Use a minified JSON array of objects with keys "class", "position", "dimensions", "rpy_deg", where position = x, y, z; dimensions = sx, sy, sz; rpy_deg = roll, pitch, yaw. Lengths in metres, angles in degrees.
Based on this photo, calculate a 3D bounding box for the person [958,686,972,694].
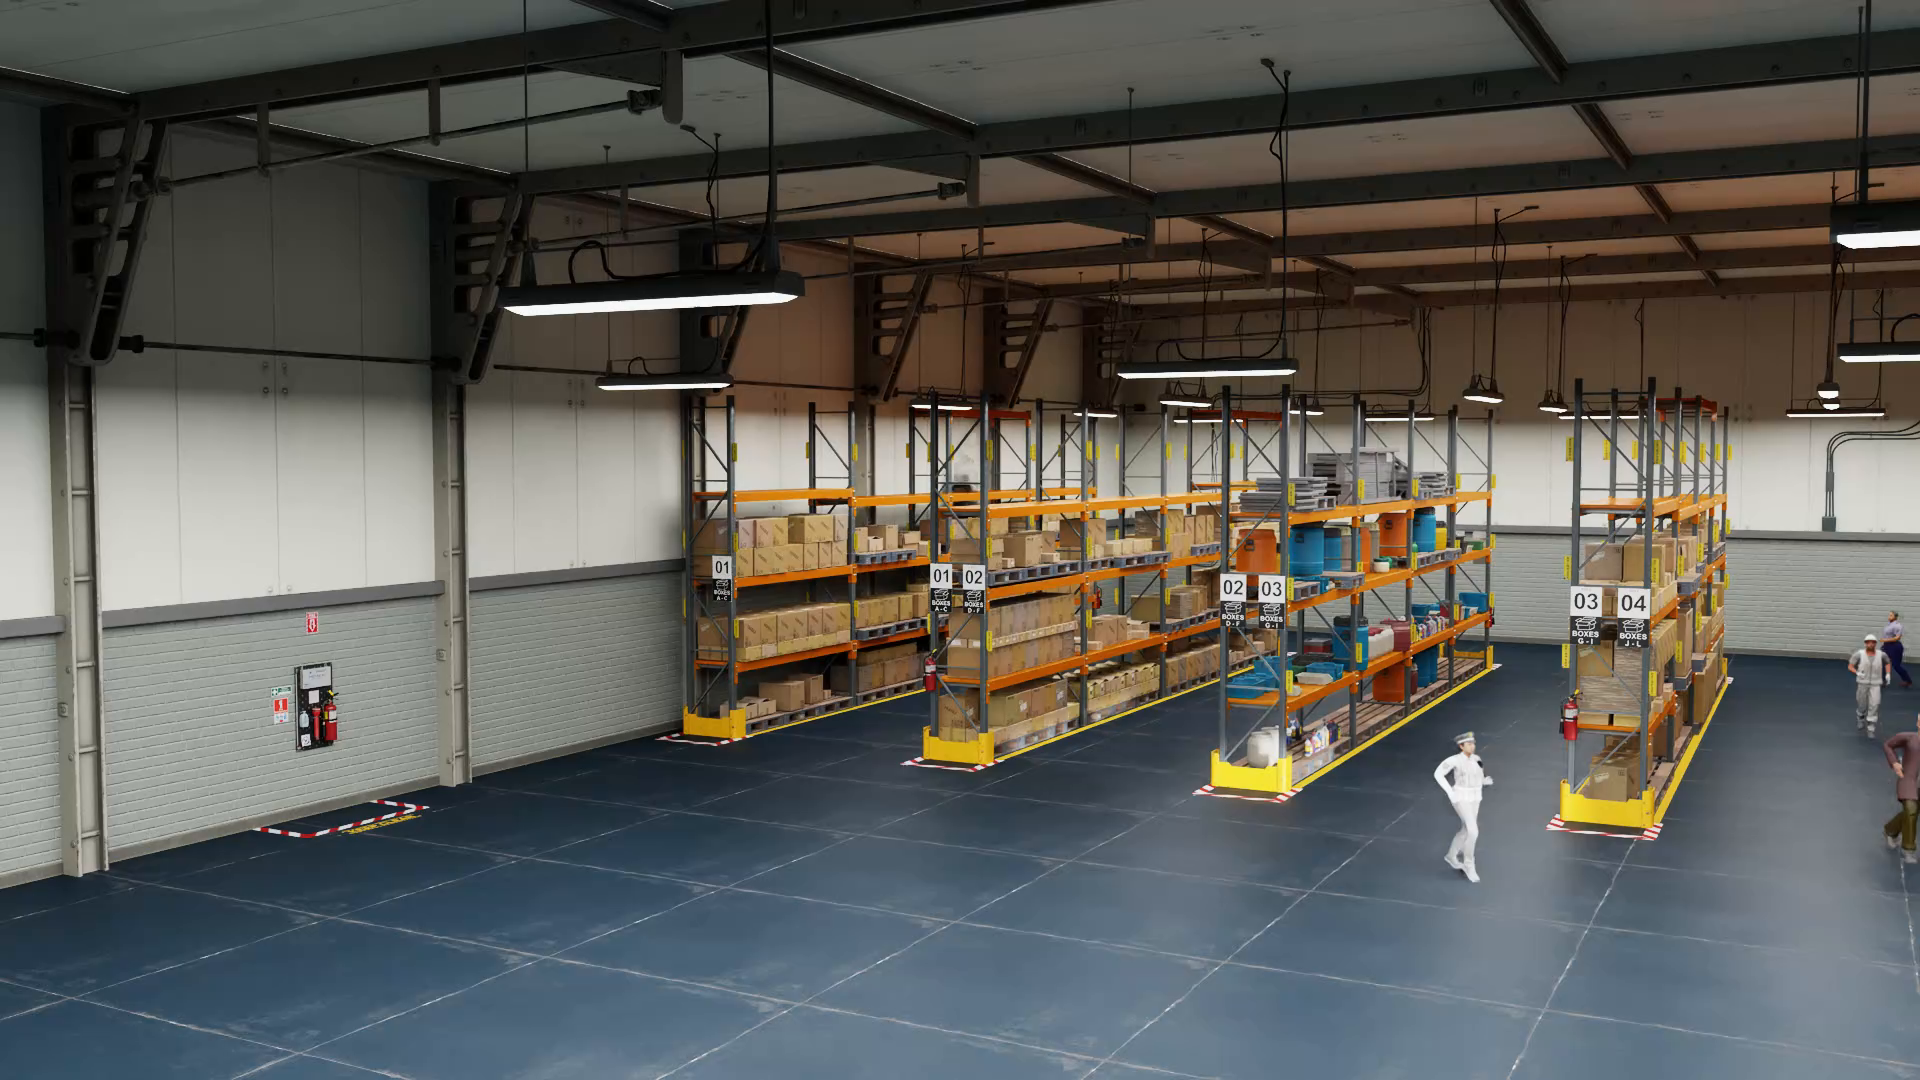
[{"class":"person","position":[0.103,2.509,30.755],"dimensions":[0.677,1.793,0.683],"rpy_deg":[1,3,21]}]

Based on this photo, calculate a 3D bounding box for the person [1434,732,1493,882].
[{"class":"person","position":[5.974,3.125,19.628],"dimensions":[0.593,1.751,0.699],"rpy_deg":[-2,3,-31]}]

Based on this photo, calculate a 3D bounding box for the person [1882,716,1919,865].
[{"class":"person","position":[11.871,3.057,20.533],"dimensions":[0.706,1.817,0.766],"rpy_deg":[0,3,2]}]

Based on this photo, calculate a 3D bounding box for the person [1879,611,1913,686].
[{"class":"person","position":[19.795,2.378,35.310],"dimensions":[0.794,1.604,0.607],"rpy_deg":[0,3,4]}]

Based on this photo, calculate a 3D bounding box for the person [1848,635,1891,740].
[{"class":"person","position":[16.042,2.561,29.331],"dimensions":[0.685,1.801,0.872],"rpy_deg":[1,3,23]}]
